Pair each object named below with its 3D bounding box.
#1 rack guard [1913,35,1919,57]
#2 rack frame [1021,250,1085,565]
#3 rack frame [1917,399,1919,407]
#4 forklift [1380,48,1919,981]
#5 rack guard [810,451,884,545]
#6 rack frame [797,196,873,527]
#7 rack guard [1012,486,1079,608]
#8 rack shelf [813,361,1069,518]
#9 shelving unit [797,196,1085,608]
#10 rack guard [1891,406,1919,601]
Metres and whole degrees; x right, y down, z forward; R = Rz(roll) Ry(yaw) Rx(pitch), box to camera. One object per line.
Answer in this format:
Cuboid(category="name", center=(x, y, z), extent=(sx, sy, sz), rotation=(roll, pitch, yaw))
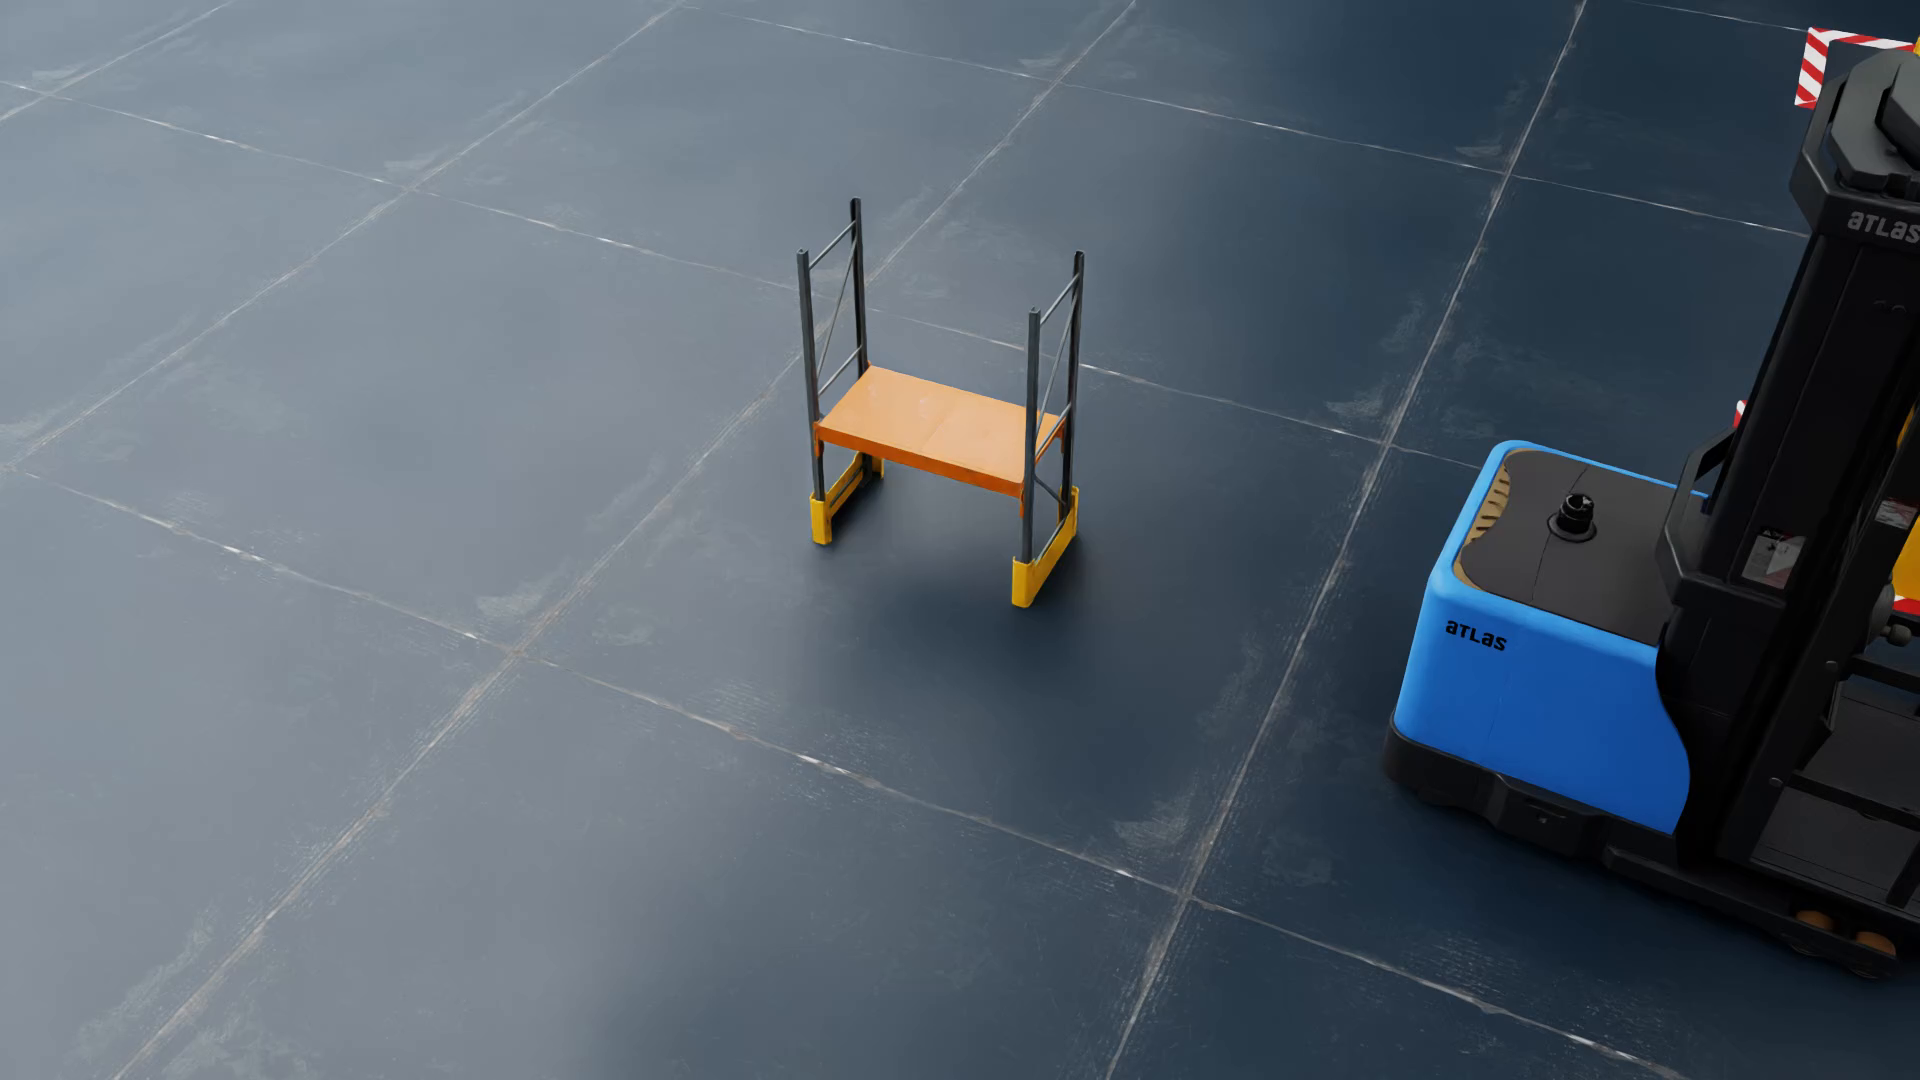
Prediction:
Cuboid(category="rack guard", center=(6.570, -3.241, 10.991), extent=(0.348, 0.500, 1.175), rotation=(17, 44, 19))
Cuboid(category="rack frame", center=(0.383, -0.450, 7.008), extent=(0.032, 1.500, 0.500), rotation=(17, 44, 19))
Cuboid(category="rack frame", center=(4.387, -1.238, 6.773), extent=(0.127, 3.000, 1.000), rotation=(17, 44, 19))
Cuboid(category="forklift", center=(3.186, 0.032, 5.359), extent=(3.031, 2.935, 1.130), rotation=(20, 45, 21))
Cuboid(category="rack guard", center=(-0.520, -0.253, 7.736), extent=(0.087, 0.250, 0.587), rotation=(17, 44, 19))
Cuboid(category="rack frame", center=(-0.538, -0.731, 7.332), extent=(0.032, 1.500, 0.500), rotation=(17, 44, 19))
Cuboid(category="rack guard", center=(0.382, 0.022, 7.417), extent=(0.087, 0.250, 0.587), rotation=(17, 44, 19))
Cuboid(category="rack shelf", center=(-0.077, -0.454, 7.288), extent=(1.000, 0.185, 0.538), rotation=(17, 44, 19))
Cuboid(category="shelving unit", center=(-0.069, -0.588, 7.167), extent=(1.083, 1.500, 0.587), rotation=(17, 44, 19))
Cuboid(category="rack guard", center=(4.456, -0.273, 7.567), extent=(0.348, 0.500, 1.175), rotation=(17, 44, 19))
